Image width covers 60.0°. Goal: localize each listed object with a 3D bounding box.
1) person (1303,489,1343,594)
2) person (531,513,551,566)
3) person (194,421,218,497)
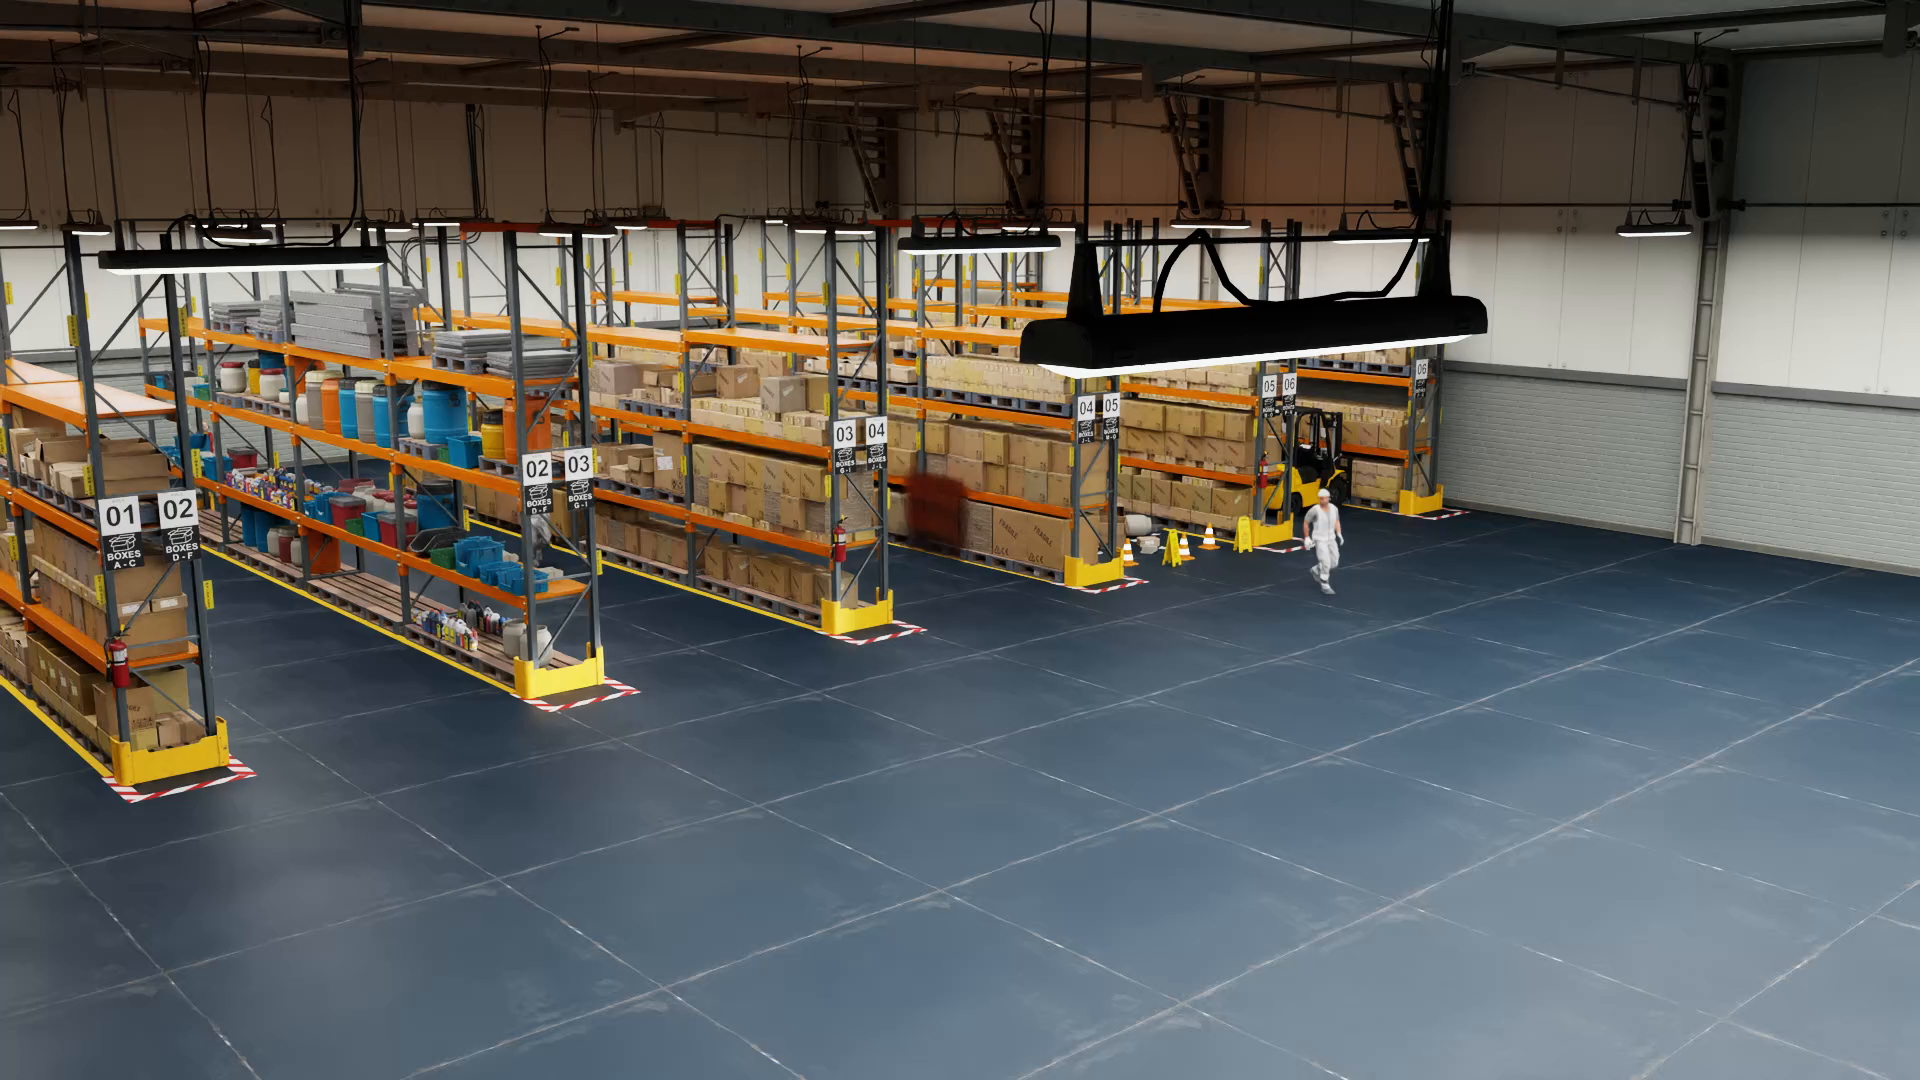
[{"bbox_3d":[5.963,-0.003,27.471,0.574,1.754,0.687,-6,13,-26],"label":"person"},{"bbox_3d":[-7.473,-0.335,29.331,0.661,1.667,0.688,-7,13,-32],"label":"person"},{"bbox_3d":[-16.502,-1.771,36.356,0.552,1.666,1.099,-11,16,-44],"label":"person"}]
